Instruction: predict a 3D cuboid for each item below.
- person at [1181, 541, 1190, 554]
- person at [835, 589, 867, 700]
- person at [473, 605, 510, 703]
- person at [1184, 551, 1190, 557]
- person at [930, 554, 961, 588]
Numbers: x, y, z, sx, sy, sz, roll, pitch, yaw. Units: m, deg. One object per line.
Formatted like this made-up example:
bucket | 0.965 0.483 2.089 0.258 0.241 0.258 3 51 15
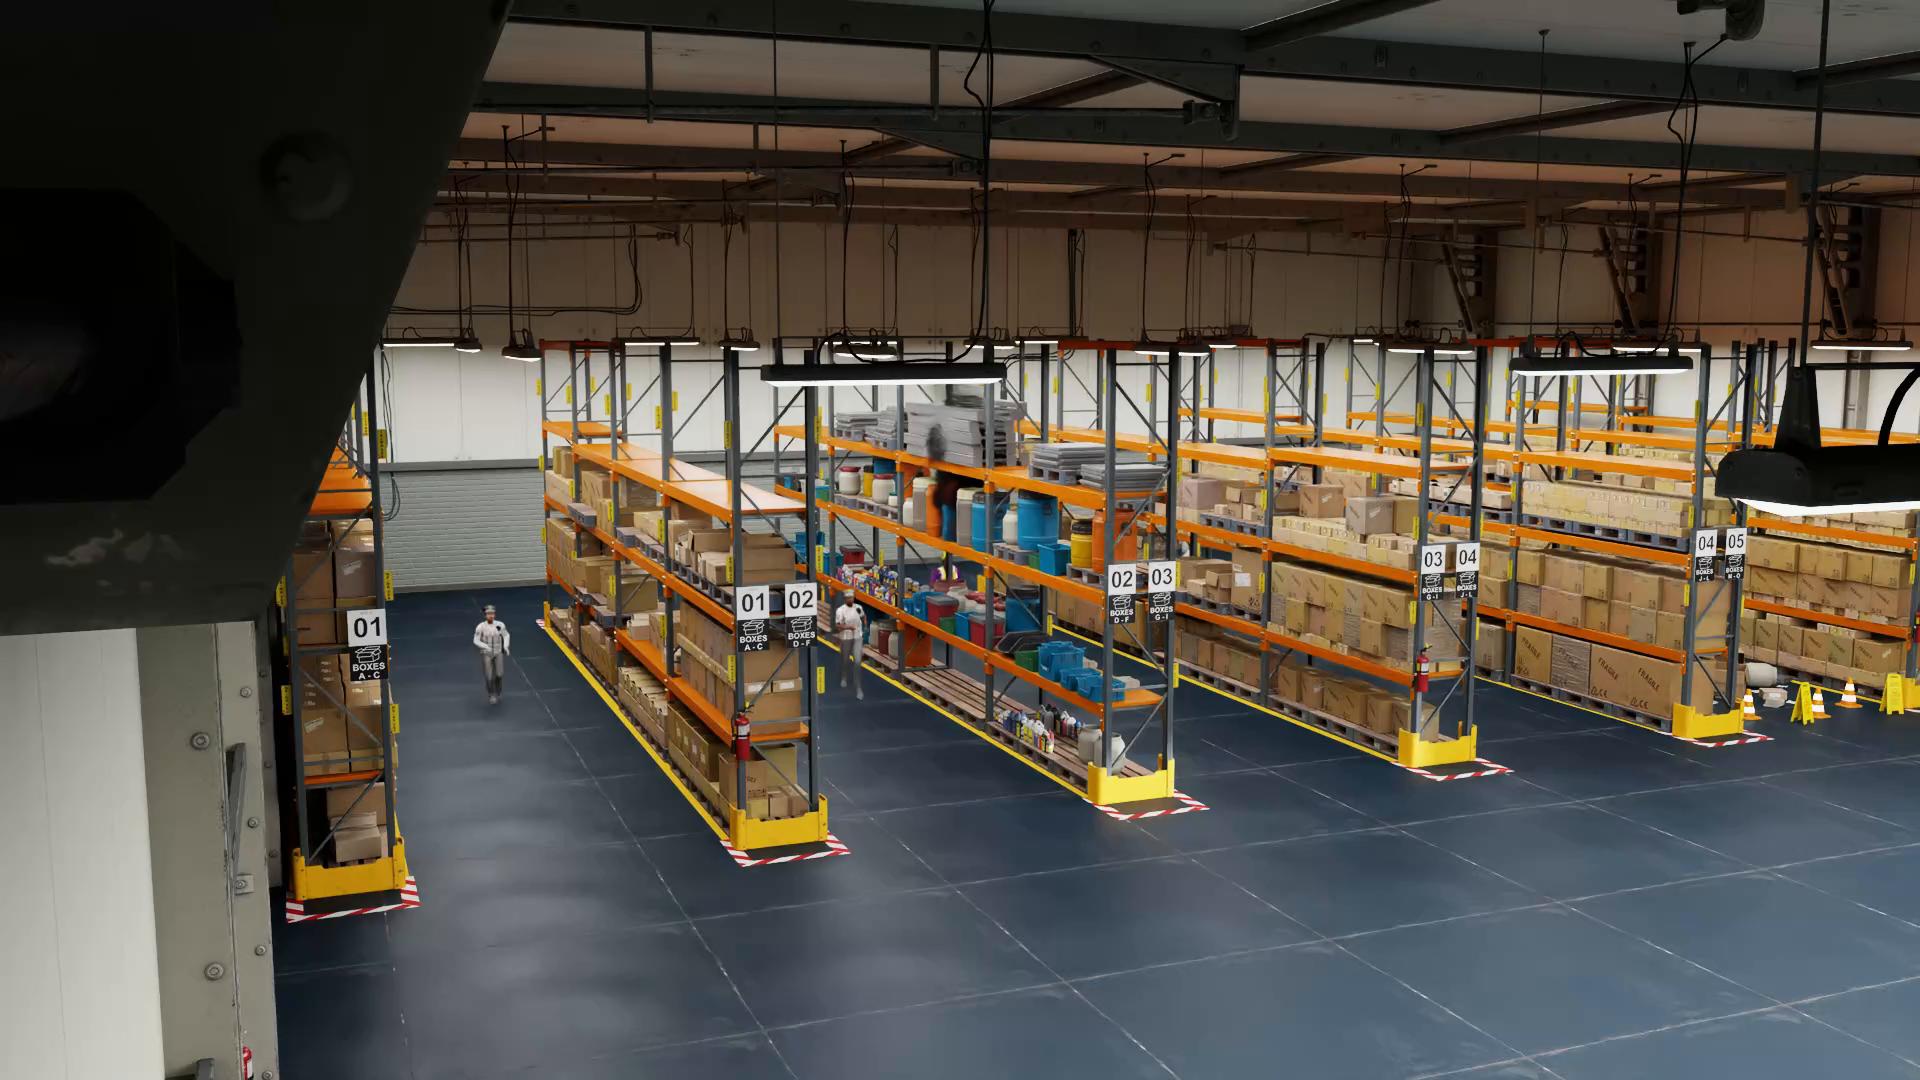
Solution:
person | 5.943 -0.072 42.646 0.671 1.747 0.691 -6 10 -41
person | -1.778 1.683 27.402 0.581 1.790 0.721 -2 8 -16
person | -7.797 1.909 27.764 0.604 1.659 0.538 -3 8 -21
person | 4.543 1.027 34.562 0.743 1.714 1.057 -5 9 -31
person | -0.270 1.116 33.632 0.702 1.726 0.598 -3 8 -24
